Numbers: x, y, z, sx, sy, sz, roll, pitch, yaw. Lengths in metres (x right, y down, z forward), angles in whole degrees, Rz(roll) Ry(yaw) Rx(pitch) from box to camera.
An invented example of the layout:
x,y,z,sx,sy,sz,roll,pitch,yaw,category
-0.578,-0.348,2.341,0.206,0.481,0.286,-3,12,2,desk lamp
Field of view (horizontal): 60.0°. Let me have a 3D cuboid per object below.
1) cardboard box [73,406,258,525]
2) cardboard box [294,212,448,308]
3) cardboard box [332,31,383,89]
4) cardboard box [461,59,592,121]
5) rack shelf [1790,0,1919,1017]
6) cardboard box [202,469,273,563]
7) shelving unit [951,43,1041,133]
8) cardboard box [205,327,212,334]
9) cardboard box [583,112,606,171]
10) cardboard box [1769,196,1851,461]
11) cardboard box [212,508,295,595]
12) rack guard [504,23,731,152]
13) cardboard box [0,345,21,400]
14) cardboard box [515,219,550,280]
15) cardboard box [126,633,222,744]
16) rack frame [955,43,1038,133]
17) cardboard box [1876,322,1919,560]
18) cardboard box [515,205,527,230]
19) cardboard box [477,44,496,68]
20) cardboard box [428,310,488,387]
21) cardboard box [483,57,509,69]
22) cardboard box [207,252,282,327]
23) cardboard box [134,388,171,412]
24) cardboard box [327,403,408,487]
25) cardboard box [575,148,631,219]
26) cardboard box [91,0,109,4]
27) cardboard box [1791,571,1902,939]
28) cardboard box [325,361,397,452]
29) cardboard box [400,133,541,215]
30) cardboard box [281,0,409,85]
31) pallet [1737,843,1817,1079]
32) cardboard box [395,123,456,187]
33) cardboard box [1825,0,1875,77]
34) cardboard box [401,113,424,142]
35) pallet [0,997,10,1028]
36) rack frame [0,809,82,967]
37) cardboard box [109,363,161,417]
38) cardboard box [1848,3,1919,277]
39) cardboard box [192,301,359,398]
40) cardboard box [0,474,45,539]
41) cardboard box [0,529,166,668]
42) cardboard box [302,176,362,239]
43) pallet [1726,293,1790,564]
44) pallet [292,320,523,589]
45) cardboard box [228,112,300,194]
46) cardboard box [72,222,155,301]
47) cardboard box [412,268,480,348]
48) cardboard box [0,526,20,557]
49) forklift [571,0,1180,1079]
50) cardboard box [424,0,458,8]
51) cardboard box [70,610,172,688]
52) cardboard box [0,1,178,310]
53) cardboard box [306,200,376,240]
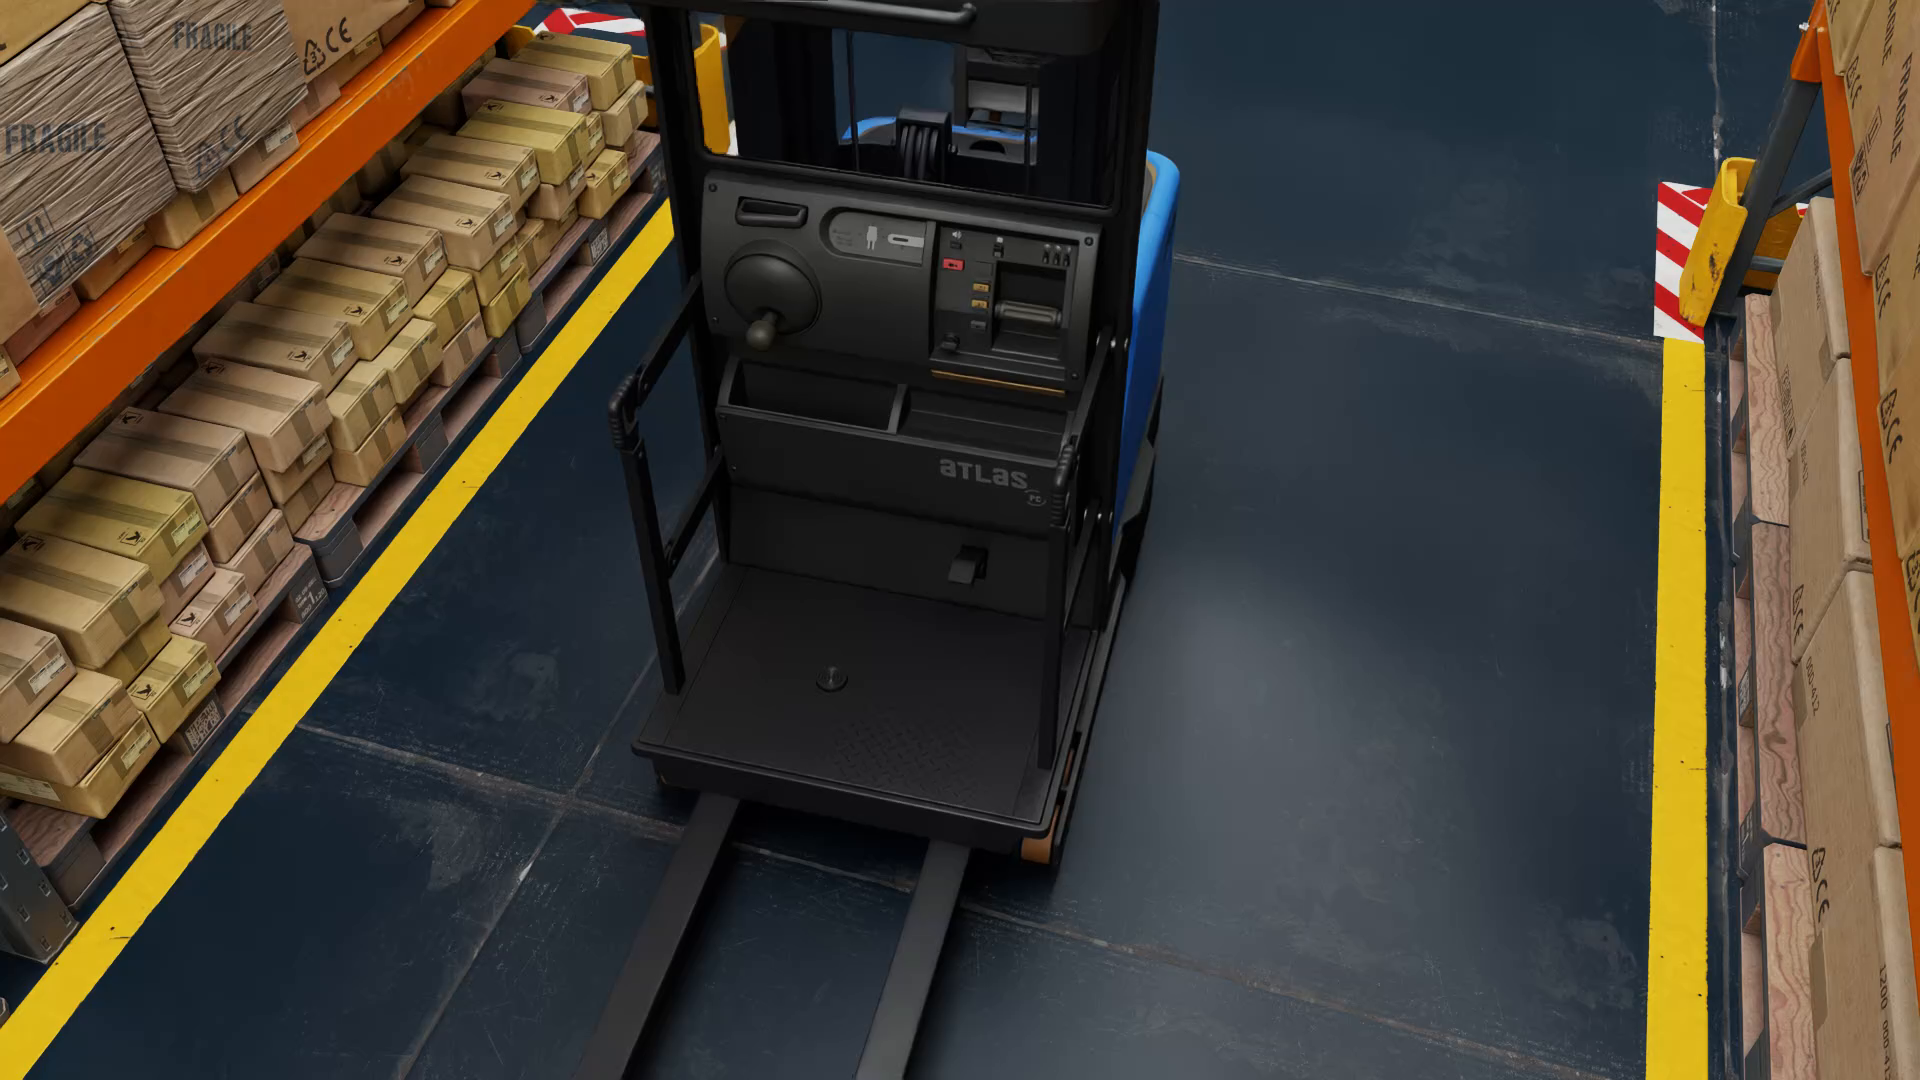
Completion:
x,y,z,sx,sy,sz,roll,pitch,yaw,category
-2.209,-0.210,4.633,0.380,0.149,0.250,11,46,11,cardboard box
-1.885,-0.898,5.336,0.380,0.149,0.250,11,45,11,cardboard box
-1.894,-1.431,4.747,0.380,0.149,0.250,13,46,13,cardboard box
-1.575,-1.600,6.053,0.380,0.149,0.250,13,46,13,cardboard box
2.617,-0.247,3.872,1.077,0.370,4.000,13,46,13,rack shelf
-2.207,-0.100,4.733,0.380,0.149,0.250,10,45,10,cardboard box
0.240,-1.406,5.185,0.431,2.100,0.503,10,45,10,shelving unit
-2.360,-0.696,5.342,0.380,0.149,0.250,15,46,14,cardboard box
-1.544,-1.481,6.144,0.380,0.149,0.250,12,46,12,cardboard box
3.118,-0.610,5.261,0.875,0.438,0.875,11,45,11,cardboard box
-2.185,0.008,4.835,0.380,0.149,0.250,12,46,12,cardboard box
-1.549,-1.874,6.808,1.175,0.500,0.348,13,46,13,rack guard
-2.332,-0.370,3.663,0.380,0.149,0.250,14,46,14,cardboard box
-1.692,-1.036,5.902,0.380,0.149,0.250,13,46,13,cardboard box
-2.240,0.365,4.470,0.380,0.149,0.250,14,46,14,cardboard box
0.180,-1.241,5.016,0.400,2.100,0.015,10,45,10,rack frame
2.197,-0.252,3.292,0.500,0.500,0.500,12,46,12,cardboard box
-1.749,-1.139,5.795,0.380,0.149,0.250,12,46,12,cardboard box
-2.008,-1.885,6.344,0.380,0.149,0.250,11,45,11,cardboard box
-1.812,-0.675,5.533,0.380,0.149,0.250,13,46,13,cardboard box
-1.929,-1.761,6.430,0.380,0.149,0.250,14,46,14,cardboard box
-2.373,-0.815,5.251,0.380,0.149,0.250,13,46,13,cardboard box
-2.582,-0.352,4.991,0.380,0.149,0.250,14,46,13,cardboard box
-1.966,-0.331,5.182,0.380,0.149,0.250,11,46,11,cardboard box
-1.468,-1.361,6.235,0.380,0.149,0.250,14,46,14,cardboard box
-2.044,-1.579,3.719,0.500,0.500,0.500,13,46,13,cardboard box
2.574,0.602,4.022,0.875,0.438,0.875,11,45,11,cardboard box
-1.965,-0.433,5.074,0.380,0.149,0.250,12,46,12,cardboard box
-1.672,-1.241,5.687,0.380,0.149,0.250,11,45,11,cardboard box
-1.883,-1.594,4.450,0.500,0.500,0.500,15,46,15,cardboard box
2.316,1.336,3.734,1.003,0.211,1.213,13,46,13,pallet
-2.056,-1.408,6.070,0.380,0.149,0.250,13,46,13,cardboard box
2.803,-1.614,4.683,0.500,0.500,0.500,12,46,12,cardboard box
-2.175,-1.535,5.986,0.380,0.149,0.250,12,46,12,cardboard box
-2.971,1.364,3.705,1.003,0.211,1.213,13,46,13,pallet
-2.737,-0.152,3.261,1.000,3.000,0.127,13,46,13,rack frame
-2.622,-0.491,4.919,0.380,0.149,0.250,10,45,11,cardboard box
2.506,-0.935,3.990,0.500,0.500,0.500,12,46,12,cardboard box
-2.050,-0.562,4.992,0.380,0.149,0.250,11,45,11,cardboard box
-2.769,-0.134,4.555,0.380,0.149,0.250,12,46,12,cardboard box
-2.295,0.148,4.267,0.380,0.149,0.250,15,46,14,cardboard box
-2.265,-1.169,5.613,0.380,0.149,0.250,14,46,14,cardboard box
3.055,-0.291,5.396,1.003,0.211,1.213,13,46,13,pallet
-2.200,-0.426,5.535,1.003,0.211,1.213,13,46,13,pallet
-1.987,-1.070,4.378,0.380,0.149,0.250,14,46,14,cardboard box
-2.213,-0.738,4.039,0.380,0.149,0.250,11,45,11,cardboard box
-1.809,-0.782,5.430,0.380,0.149,0.250,15,46,15,cardboard box
-2.810,-0.032,4.663,0.380,0.149,0.250,11,45,11,cardboard box
-0.199,-0.501,3.666,1.130,2.935,3.031,10,45,10,forklift
-1.691,-1.779,5.102,0.380,0.149,0.250,11,45,11,cardboard box
-2.331,0.249,4.376,0.380,0.149,0.250,13,46,13,cardboard box
-2.204,-0.902,3.743,0.500,0.500,0.500,13,46,12,cardboard box
-2.227,-1.063,5.717,0.380,0.149,0.250,11,45,11,cardboard box
